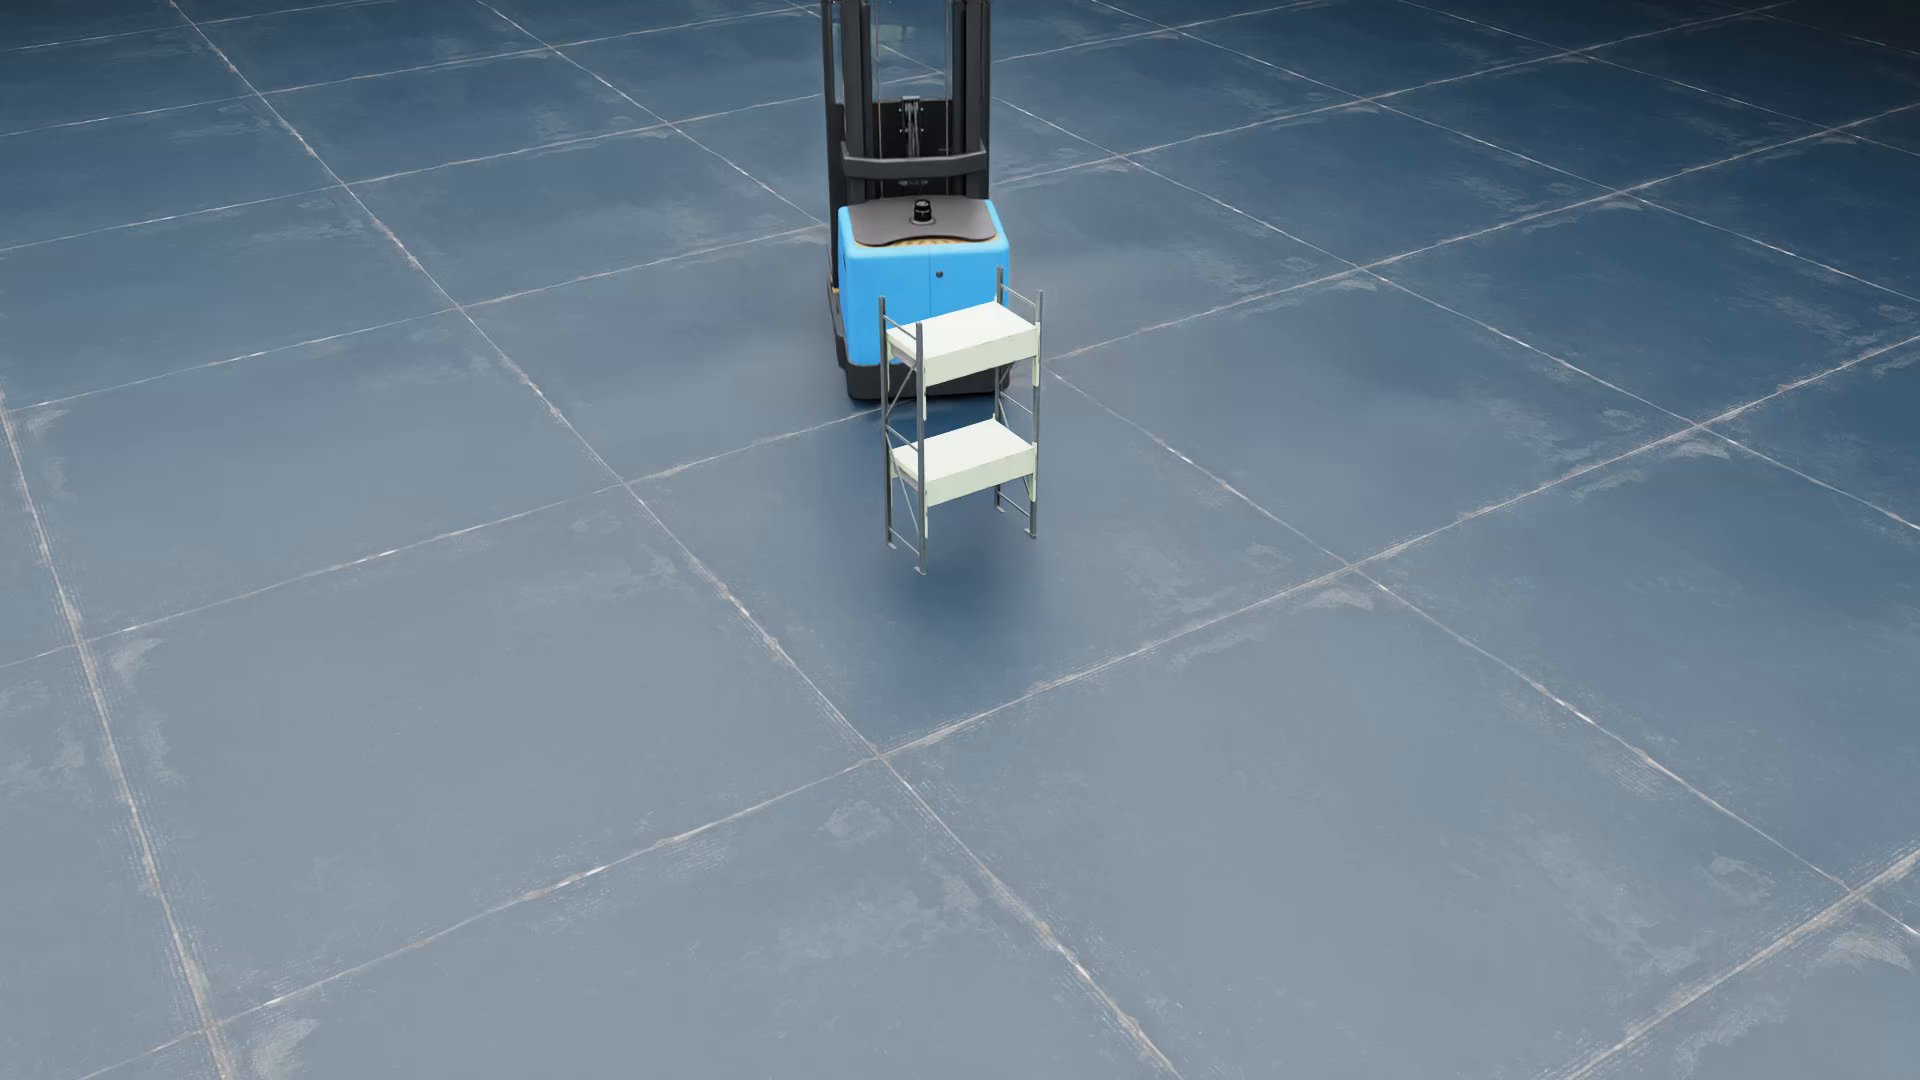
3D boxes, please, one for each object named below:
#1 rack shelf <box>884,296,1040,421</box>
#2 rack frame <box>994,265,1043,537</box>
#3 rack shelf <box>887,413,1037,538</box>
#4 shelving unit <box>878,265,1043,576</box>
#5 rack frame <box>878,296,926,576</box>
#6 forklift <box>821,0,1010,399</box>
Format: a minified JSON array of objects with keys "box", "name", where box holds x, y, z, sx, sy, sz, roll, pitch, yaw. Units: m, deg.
[{"box":[0.006,-0.966,8.766,0.720,0.370,0.431,-19,37,-27],"name":"rack shelf"},{"box":[0.313,-0.742,9.142,0.023,1.500,0.400,-19,37,-27],"name":"rack frame"},{"box":[0.006,-0.361,9.148,0.720,0.370,0.431,-19,37,-27],"name":"rack shelf"},{"box":[0.006,-0.636,8.974,0.755,1.500,0.431,-19,37,-27],"name":"shelving unit"},{"box":[-0.302,-0.530,8.807,0.023,1.500,0.400,-19,37,-27],"name":"rack frame"},{"box":[-0.379,-2.911,11.239,1.130,2.935,3.031,-4,32,-6],"name":"forklift"}]
